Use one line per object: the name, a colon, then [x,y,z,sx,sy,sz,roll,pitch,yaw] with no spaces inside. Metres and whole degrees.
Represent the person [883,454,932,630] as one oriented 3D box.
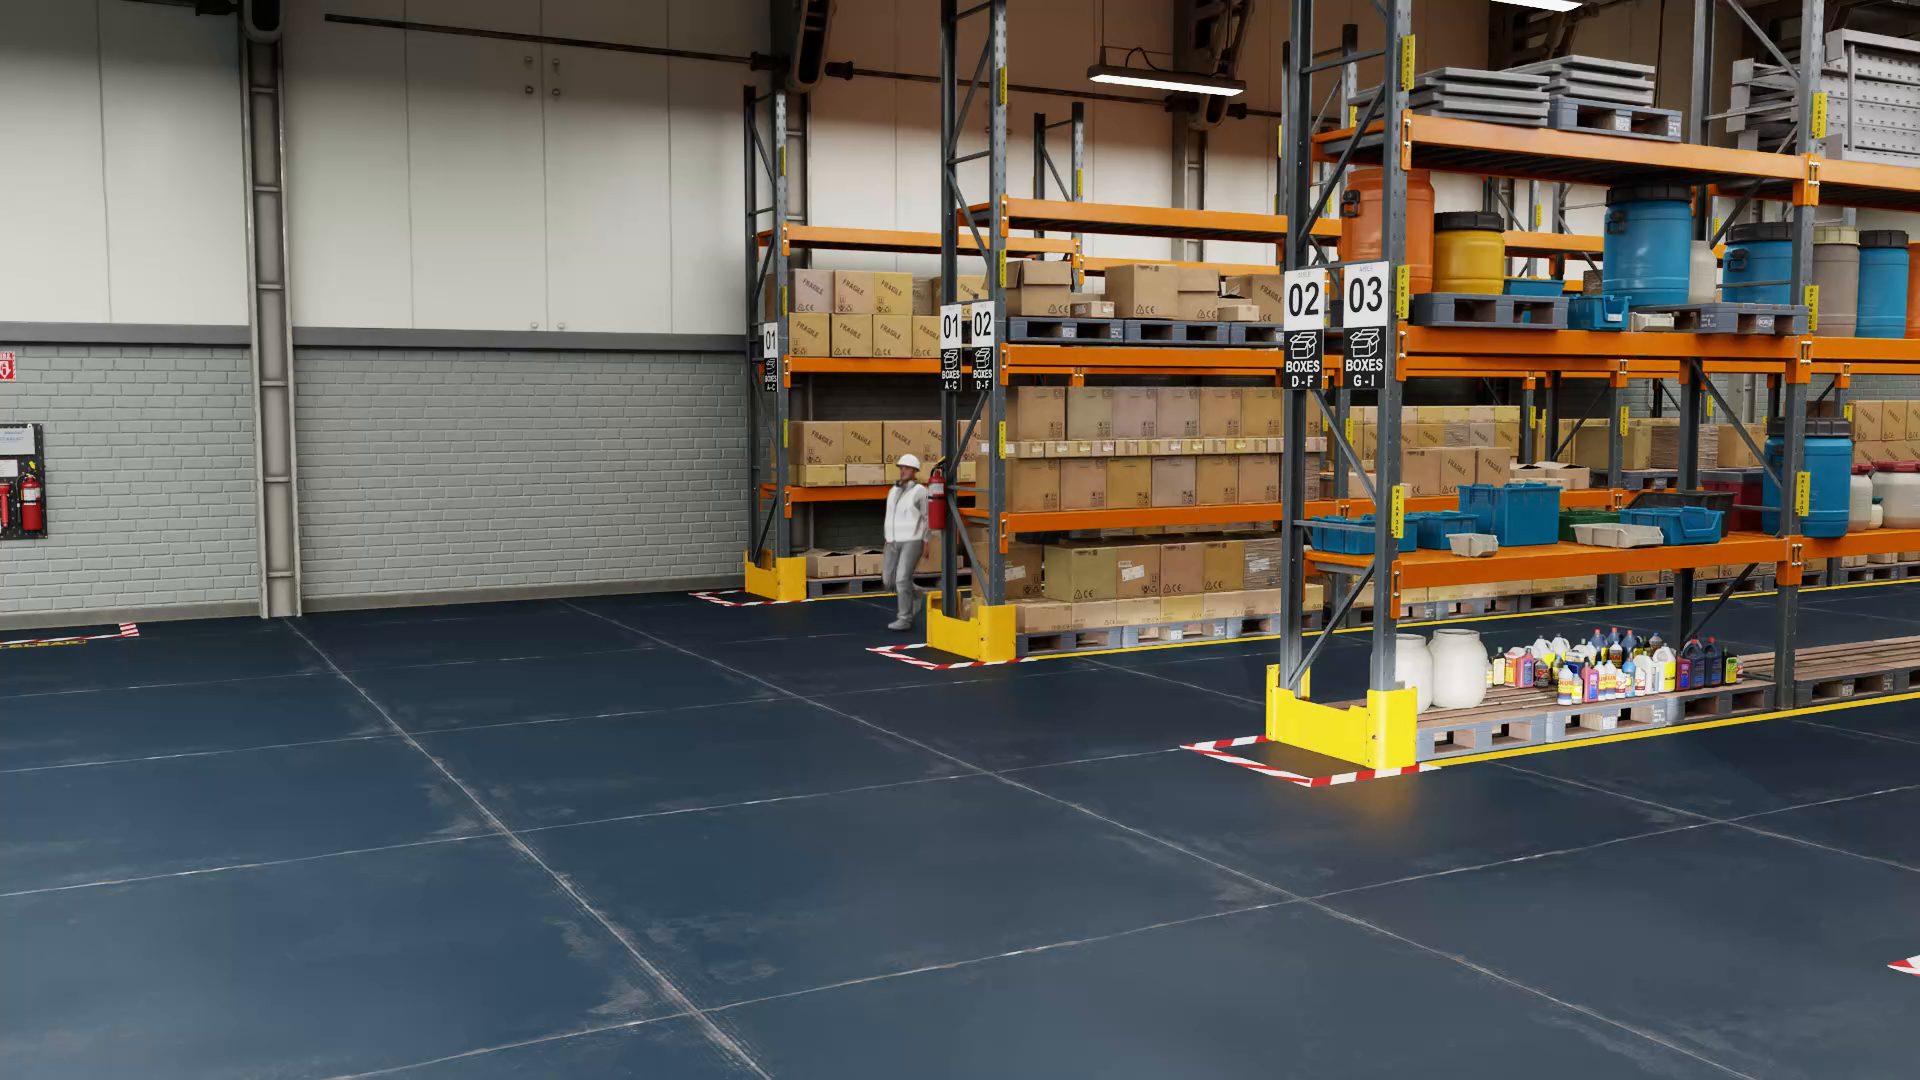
person: [-0.522,0.005,16.848,0.531,1.749,0.715,4,7,41]
